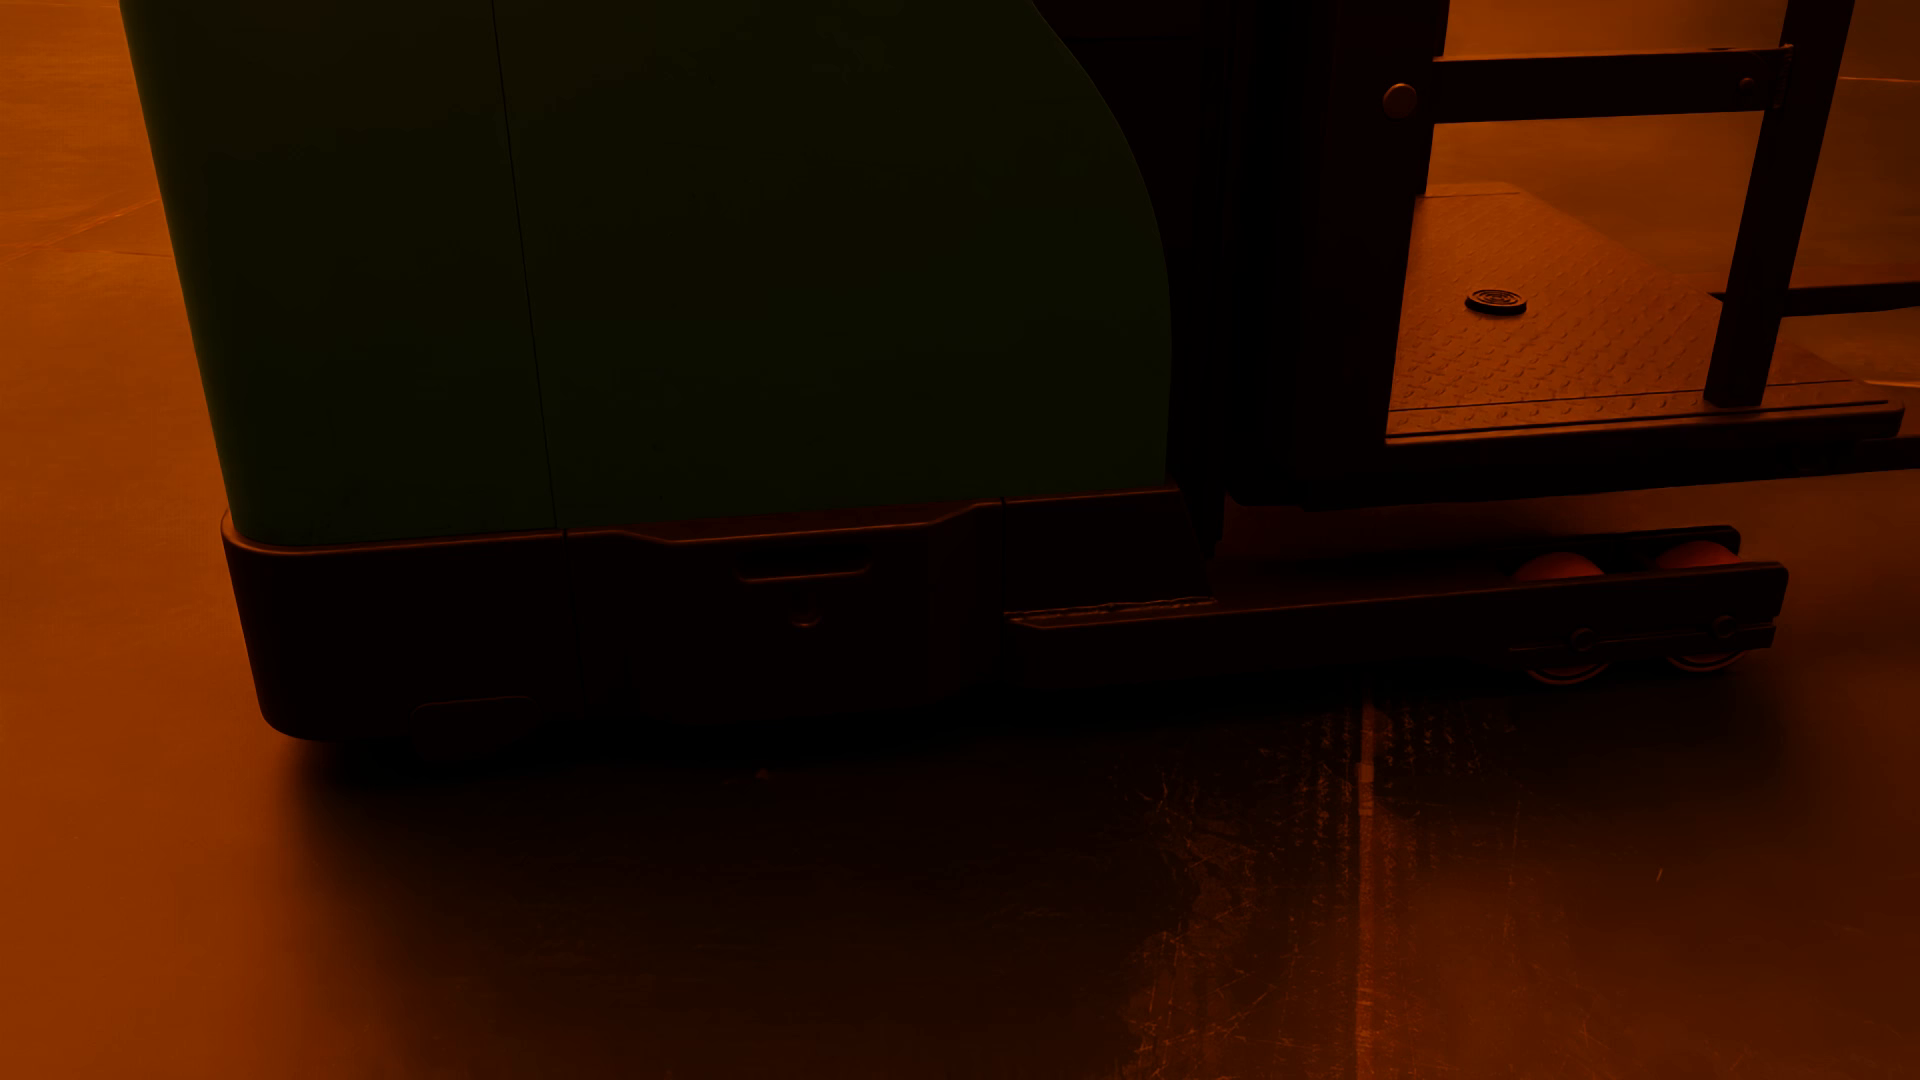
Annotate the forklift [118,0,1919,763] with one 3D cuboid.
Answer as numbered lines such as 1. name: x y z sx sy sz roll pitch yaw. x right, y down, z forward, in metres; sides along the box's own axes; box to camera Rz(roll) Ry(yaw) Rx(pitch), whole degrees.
1. forklift: 0.600 -1.354 1.930 3.031 2.935 1.130 -4 27 -9
